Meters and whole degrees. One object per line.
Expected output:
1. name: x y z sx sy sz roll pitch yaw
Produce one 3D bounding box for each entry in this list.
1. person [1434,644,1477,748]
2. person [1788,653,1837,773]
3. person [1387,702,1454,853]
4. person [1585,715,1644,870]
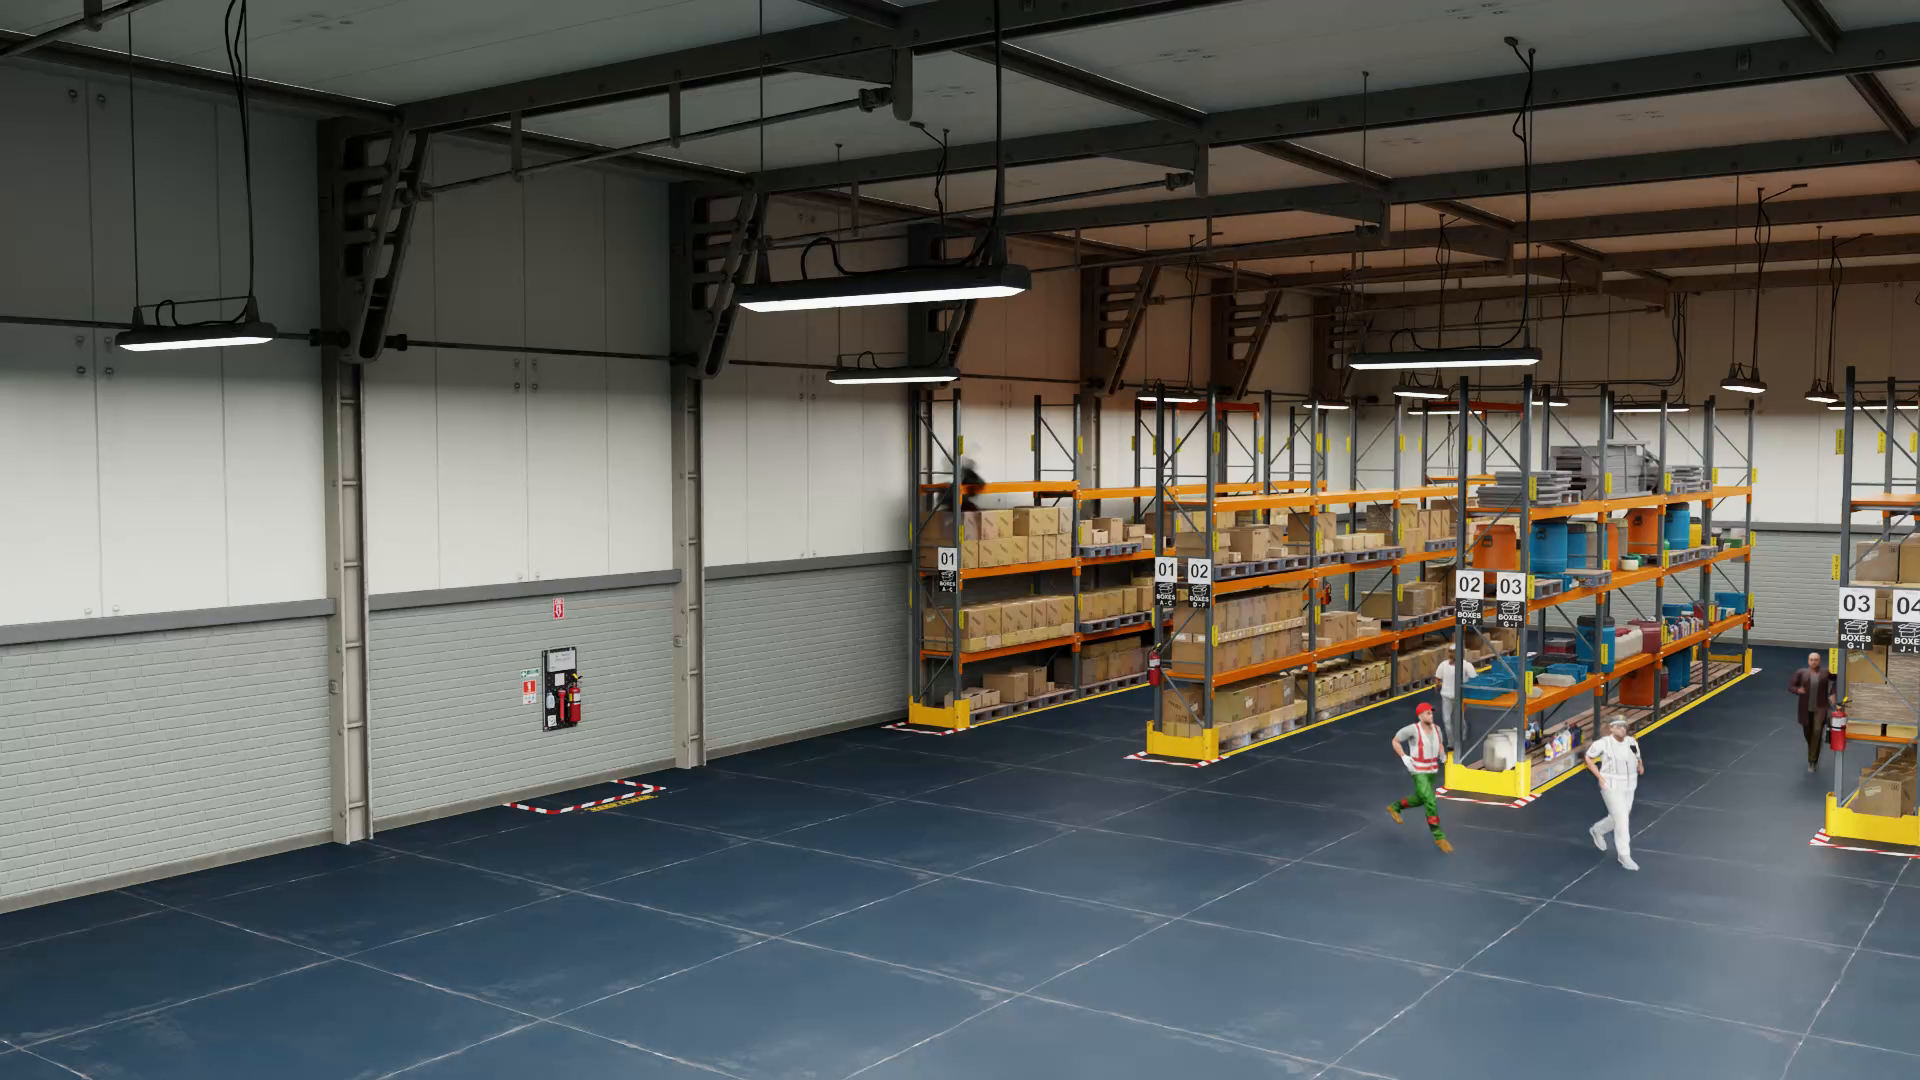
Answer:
1. person: 8.163 2.576 27.475 0.696 1.718 0.605 2 4 30
2. person: 13.262 2.653 25.833 0.715 1.827 1.045 2 4 33
3. person: 5.818 2.922 20.906 0.623 1.790 1.172 -2 4 -34
4. person: 7.907 2.977 20.011 0.647 1.802 0.910 -1 3 -16
